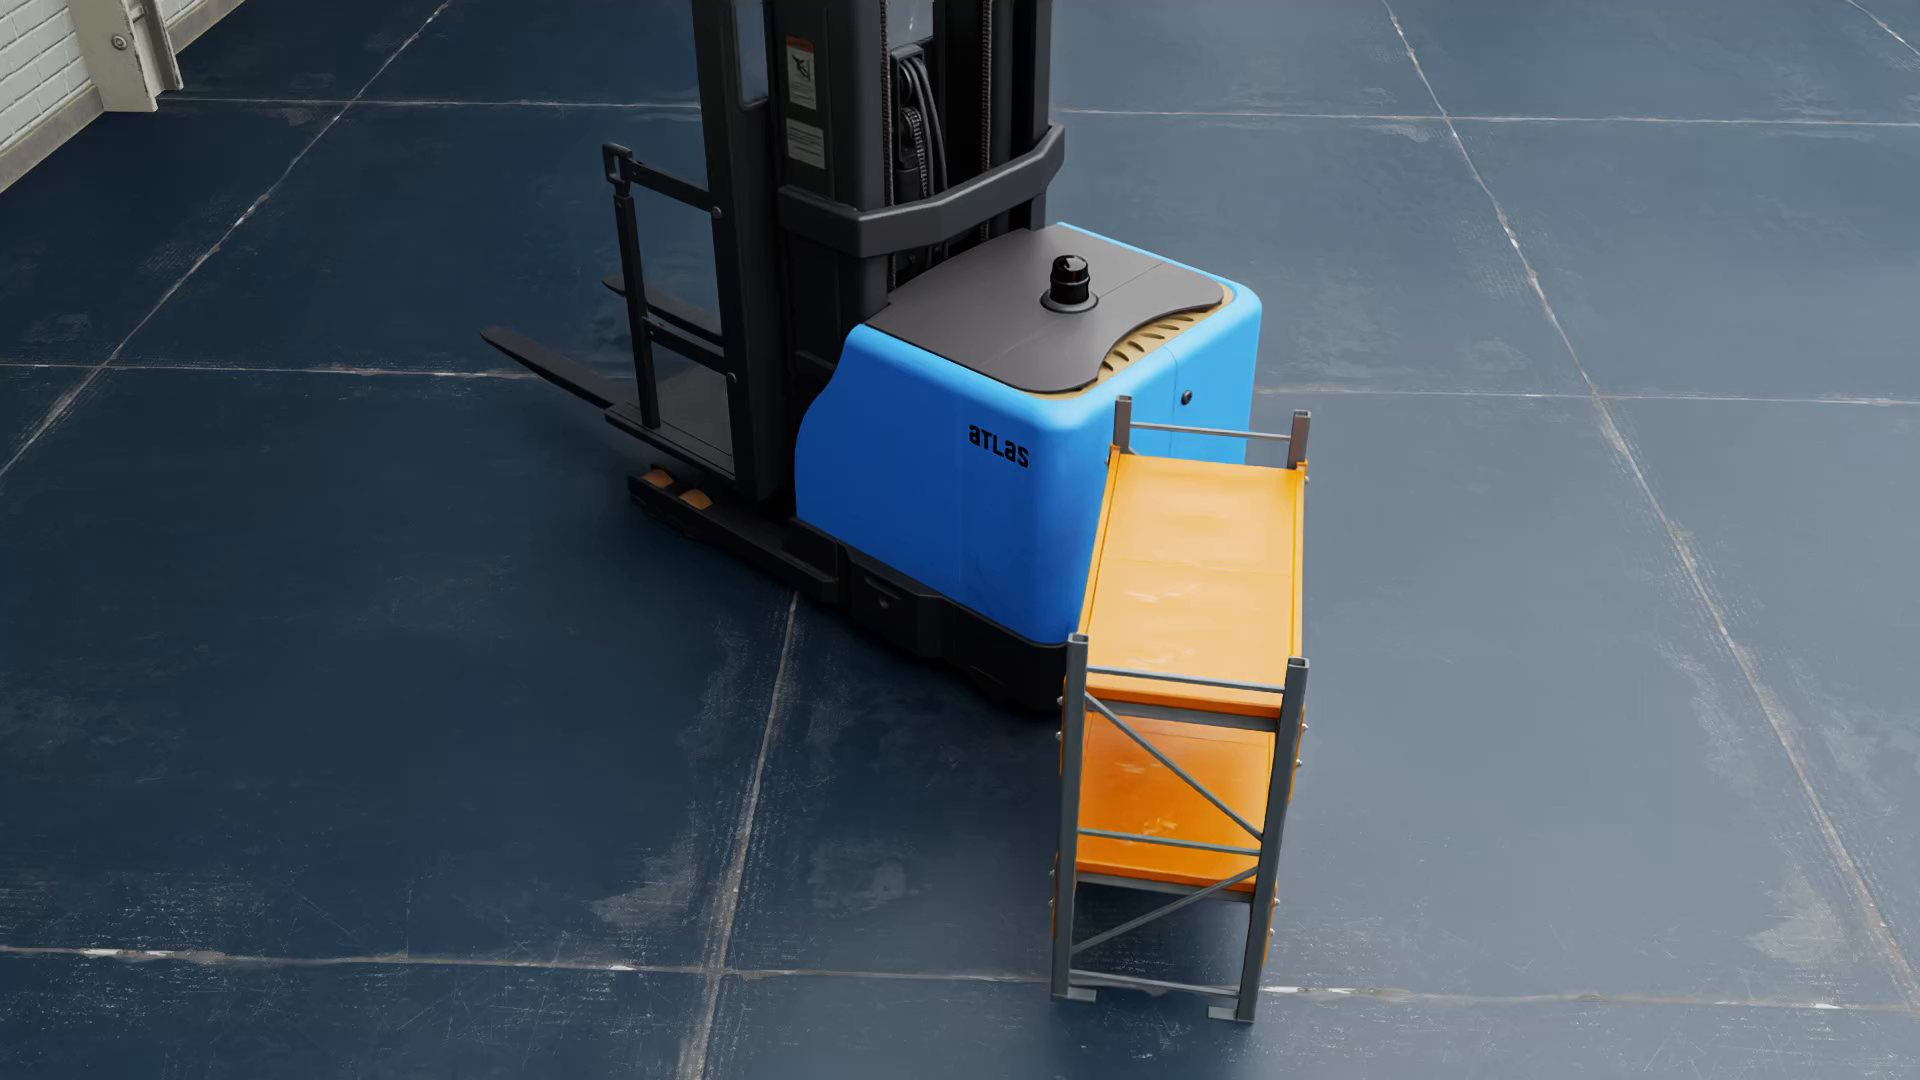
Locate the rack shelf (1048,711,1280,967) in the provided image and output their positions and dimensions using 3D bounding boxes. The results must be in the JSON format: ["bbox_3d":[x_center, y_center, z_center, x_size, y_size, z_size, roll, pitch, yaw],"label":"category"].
[{"bbox_3d":[0.563,0.602,4.340,0.538,0.278,1.000,6,36,8],"label":"rack shelf"}]

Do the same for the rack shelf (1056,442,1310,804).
[{"bbox_3d":[0.563,0.163,4.031,0.538,0.278,1.000,6,36,8],"label":"rack shelf"}]

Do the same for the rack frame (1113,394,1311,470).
[{"bbox_3d":[0.651,0.114,4.609,0.500,1.125,0.032,6,36,8],"label":"rack frame"}]

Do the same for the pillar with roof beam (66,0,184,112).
[{"bbox_3d":[-0.246,-6.037,6.514,9.100,9.000,0.400,1,35,2],"label":"pillar with roof beam"}]

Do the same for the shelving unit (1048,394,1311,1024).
[{"bbox_3d":[0.563,0.402,4.200,0.538,1.125,1.048,6,36,8],"label":"shelving unit"}]

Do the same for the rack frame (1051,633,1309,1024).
[{"bbox_3d":[0.474,0.690,3.790,0.500,1.125,0.032,6,36,8],"label":"rack frame"}]

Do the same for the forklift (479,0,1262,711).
[{"bbox_3d":[-0.528,-1.409,5.206,3.031,2.935,1.130,27,43,32],"label":"forklift"}]
